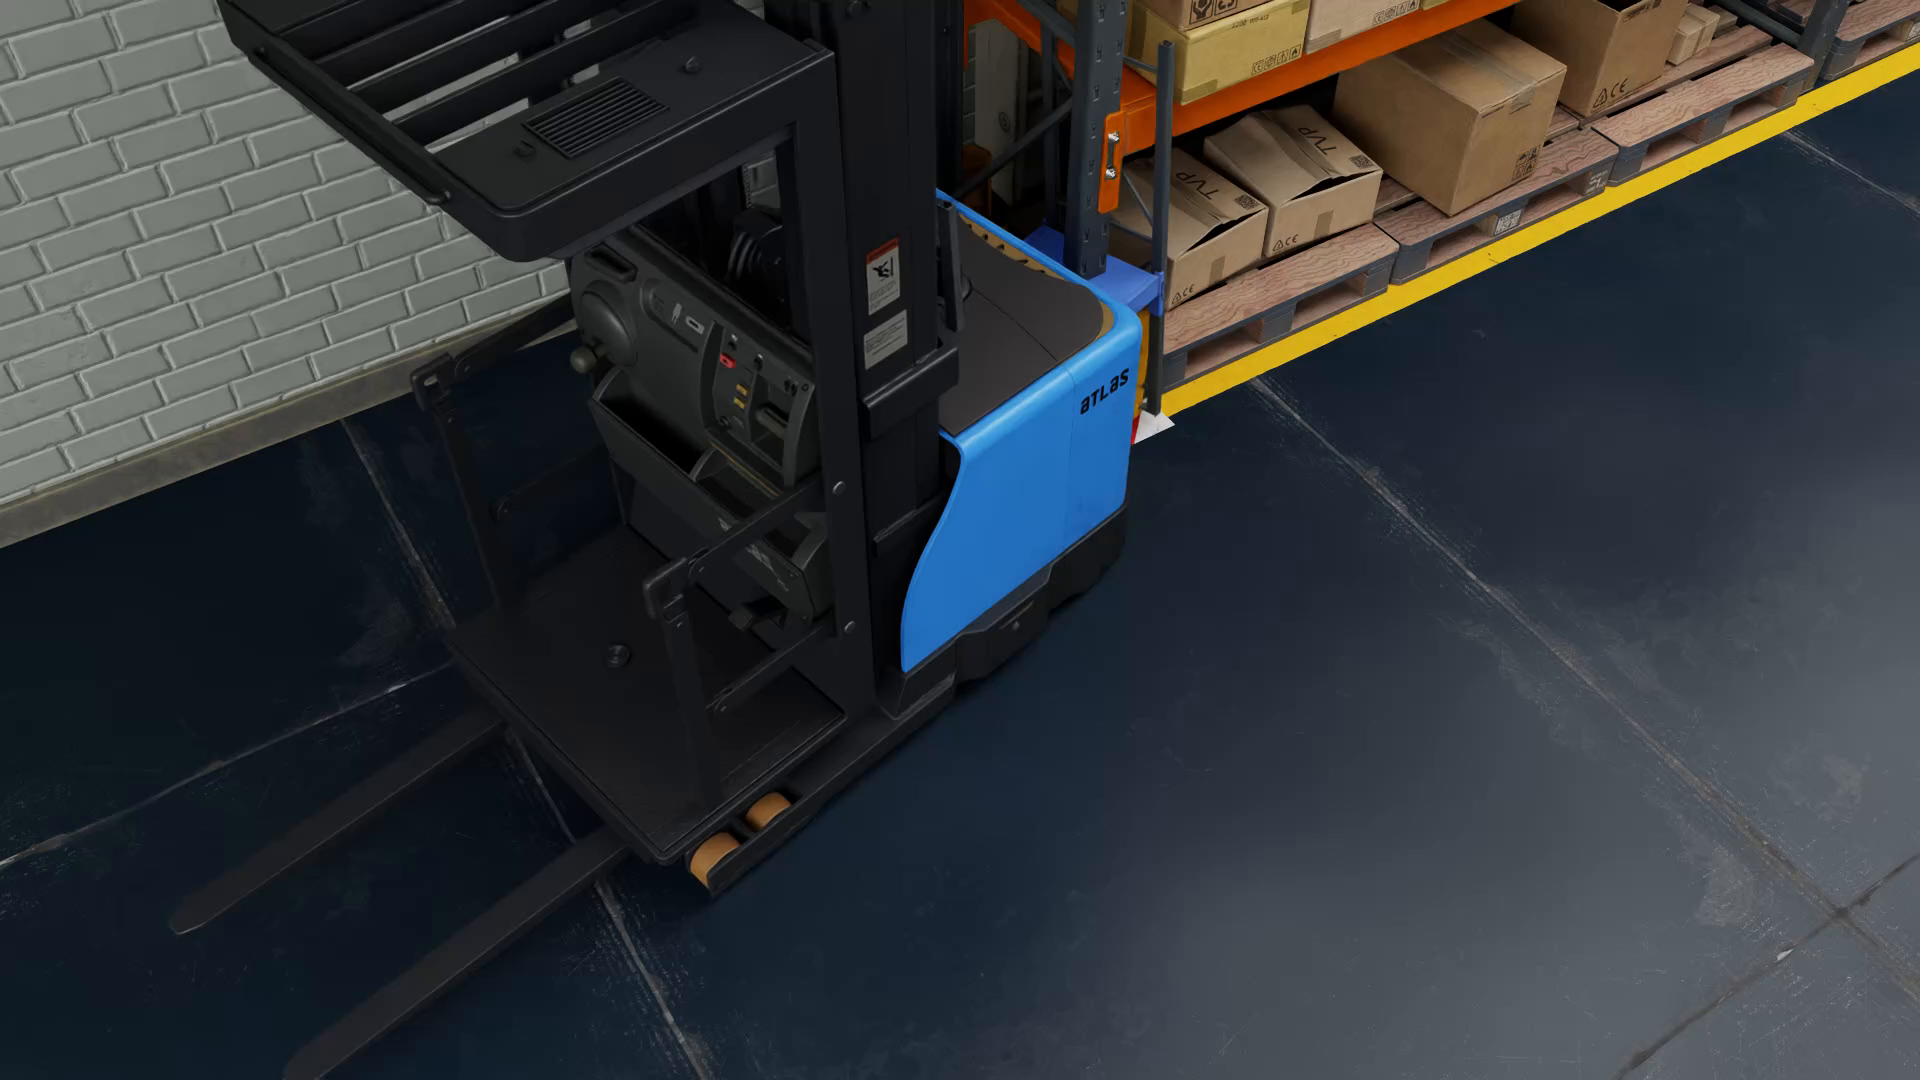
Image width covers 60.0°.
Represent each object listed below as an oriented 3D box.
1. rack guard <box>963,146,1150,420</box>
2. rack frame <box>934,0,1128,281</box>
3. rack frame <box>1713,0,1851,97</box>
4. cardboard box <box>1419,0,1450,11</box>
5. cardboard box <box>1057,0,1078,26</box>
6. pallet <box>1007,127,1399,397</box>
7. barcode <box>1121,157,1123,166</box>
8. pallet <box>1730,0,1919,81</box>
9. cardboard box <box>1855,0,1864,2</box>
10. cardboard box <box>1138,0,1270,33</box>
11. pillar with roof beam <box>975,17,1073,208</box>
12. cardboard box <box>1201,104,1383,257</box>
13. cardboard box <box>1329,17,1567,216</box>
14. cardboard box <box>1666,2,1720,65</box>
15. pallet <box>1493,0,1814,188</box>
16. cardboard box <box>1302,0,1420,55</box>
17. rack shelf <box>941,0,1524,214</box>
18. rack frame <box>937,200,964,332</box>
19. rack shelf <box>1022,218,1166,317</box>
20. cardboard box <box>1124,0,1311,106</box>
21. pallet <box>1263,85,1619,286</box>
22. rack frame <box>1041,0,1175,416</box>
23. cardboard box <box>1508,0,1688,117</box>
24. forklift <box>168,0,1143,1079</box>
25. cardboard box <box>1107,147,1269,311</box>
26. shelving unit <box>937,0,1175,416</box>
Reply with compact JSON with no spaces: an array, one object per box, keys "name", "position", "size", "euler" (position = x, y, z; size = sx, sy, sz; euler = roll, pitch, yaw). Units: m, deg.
[{"name":"rack guard","position":[0.243,-0.941,6.254],"size":[0.348,0.500,1.175],"euler":[-25,53,-21]},{"name":"rack frame","position":[0.179,-1.742,5.293],"size":[0.127,3.000,1.000],"euler":[-25,53,-21]},{"name":"rack frame","position":[3.562,-3.336,6.713],"size":[0.127,3.000,1.000],"euler":[-25,53,-21]},{"name":"cardboard box","position":[1.627,-2.108,5.706],"size":[0.500,0.250,0.500],"euler":[-26,53,-21]},{"name":"cardboard box","position":[0.471,-2.008,5.617],"size":[0.500,0.250,0.500],"euler":[-25,53,-20]},{"name":"pallet","position":[0.949,-1.147,6.630],"size":[1.213,0.211,1.003],"euler":[-25,53,-21]},{"name":"barcode","position":[0.614,-1.476,6.556],"size":[0.075,0.075,0.001],"euler":[-25,53,-21]},{"name":"pallet","position":[4.220,-2.720,8.031],"size":[1.213,0.211,1.003],"euler":[-25,53,-21]},{"name":"cardboard box","position":[4.176,-2.955,7.752],"size":[0.500,0.500,0.700],"euler":[-24,52,-20]},{"name":"cardboard box","position":[0.743,-1.949,5.062],"size":[0.500,0.500,0.500],"euler":[-25,53,-21]},{"name":"pillar with roof beam","position":[2.607,-1.844,1.366],"size":[0.400,9.000,9.100],"euler":[-25,53,-21]},{"name":"cardboard box","position":[1.294,-1.441,6.530],"size":[0.500,0.311,0.500],"euler":[-21,52,-18]},{"name":"cardboard box","position":[1.941,-1.764,6.692],"size":[0.500,0.500,0.700],"euler":[-28,54,-23]},{"name":"cardboard box","position":[3.126,-2.308,7.400],"size":[0.250,0.166,0.380],"euler":[-32,56,-25]},{"name":"pallet","position":[3.013,-2.119,7.496],"size":[1.213,0.211,1.003],"euler":[-25,53,-21]},{"name":"cardboard box","position":[1.193,-1.909,5.529],"size":[0.500,0.250,0.500],"euler":[-27,54,-22]},{"name":"rack shelf","position":[1.871,-2.300,6.271],"size":[4.000,0.370,1.077],"euler":[-25,53,-21]},{"name":"rack frame","position":[-0.167,-0.498,5.169],"size":[0.500,1.500,0.032],"euler":[30,56,29]},{"name":"rack shelf","position":[0.175,-0.669,5.550],"size":[0.538,0.185,1.000],"euler":[30,56,29]},{"name":"cardboard box","position":[0.761,-1.693,5.336],"size":[0.500,0.250,0.500],"euler":[-27,54,-22]},{"name":"pallet","position":[1.980,-1.630,7.060],"size":[1.213,0.211,1.003],"euler":[-25,53,-21]},{"name":"rack frame","position":[0.495,-1.085,5.670],"size":[0.500,1.500,0.032],"euler":[30,56,29]},{"name":"cardboard box","position":[2.706,-2.212,7.091],"size":[0.500,0.500,0.500],"euler":[-29,54,-23]},{"name":"forklift","position":[-0.845,-0.403,4.147],"size":[3.031,2.935,1.130],"euler":[-36,58,-28]},{"name":"cardboard box","position":[0.812,-1.213,6.328],"size":[0.500,0.311,0.500],"euler":[-31,55,-25]},{"name":"shelving unit","position":[0.164,-0.792,5.419],"size":[0.538,1.500,1.048],"euler":[30,56,29]}]
